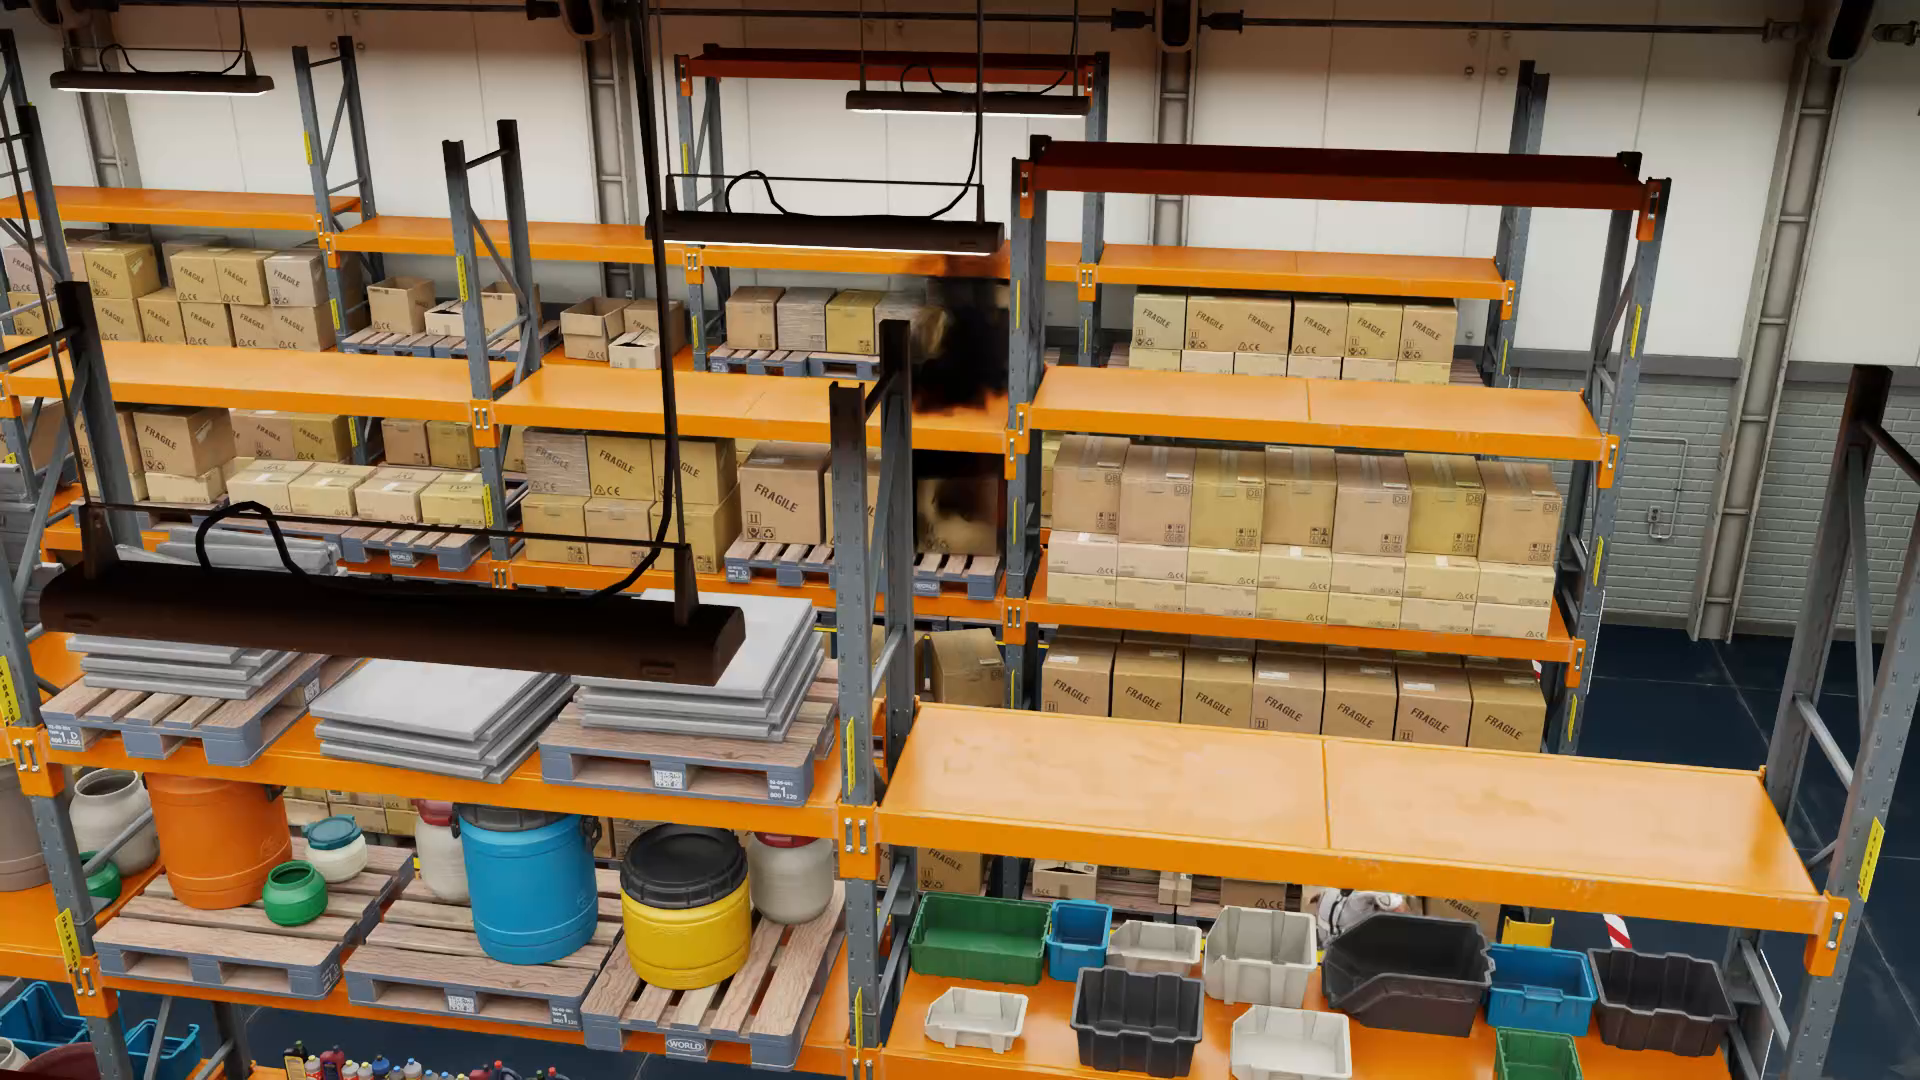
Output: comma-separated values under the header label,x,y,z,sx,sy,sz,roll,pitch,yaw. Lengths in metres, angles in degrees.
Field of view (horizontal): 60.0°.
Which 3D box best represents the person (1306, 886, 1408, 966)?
label,x,y,z,sx,sy,sz,roll,pitch,yaw
person,2.565,2.674,11.125,0.873,1.824,0.708,2,23,4
